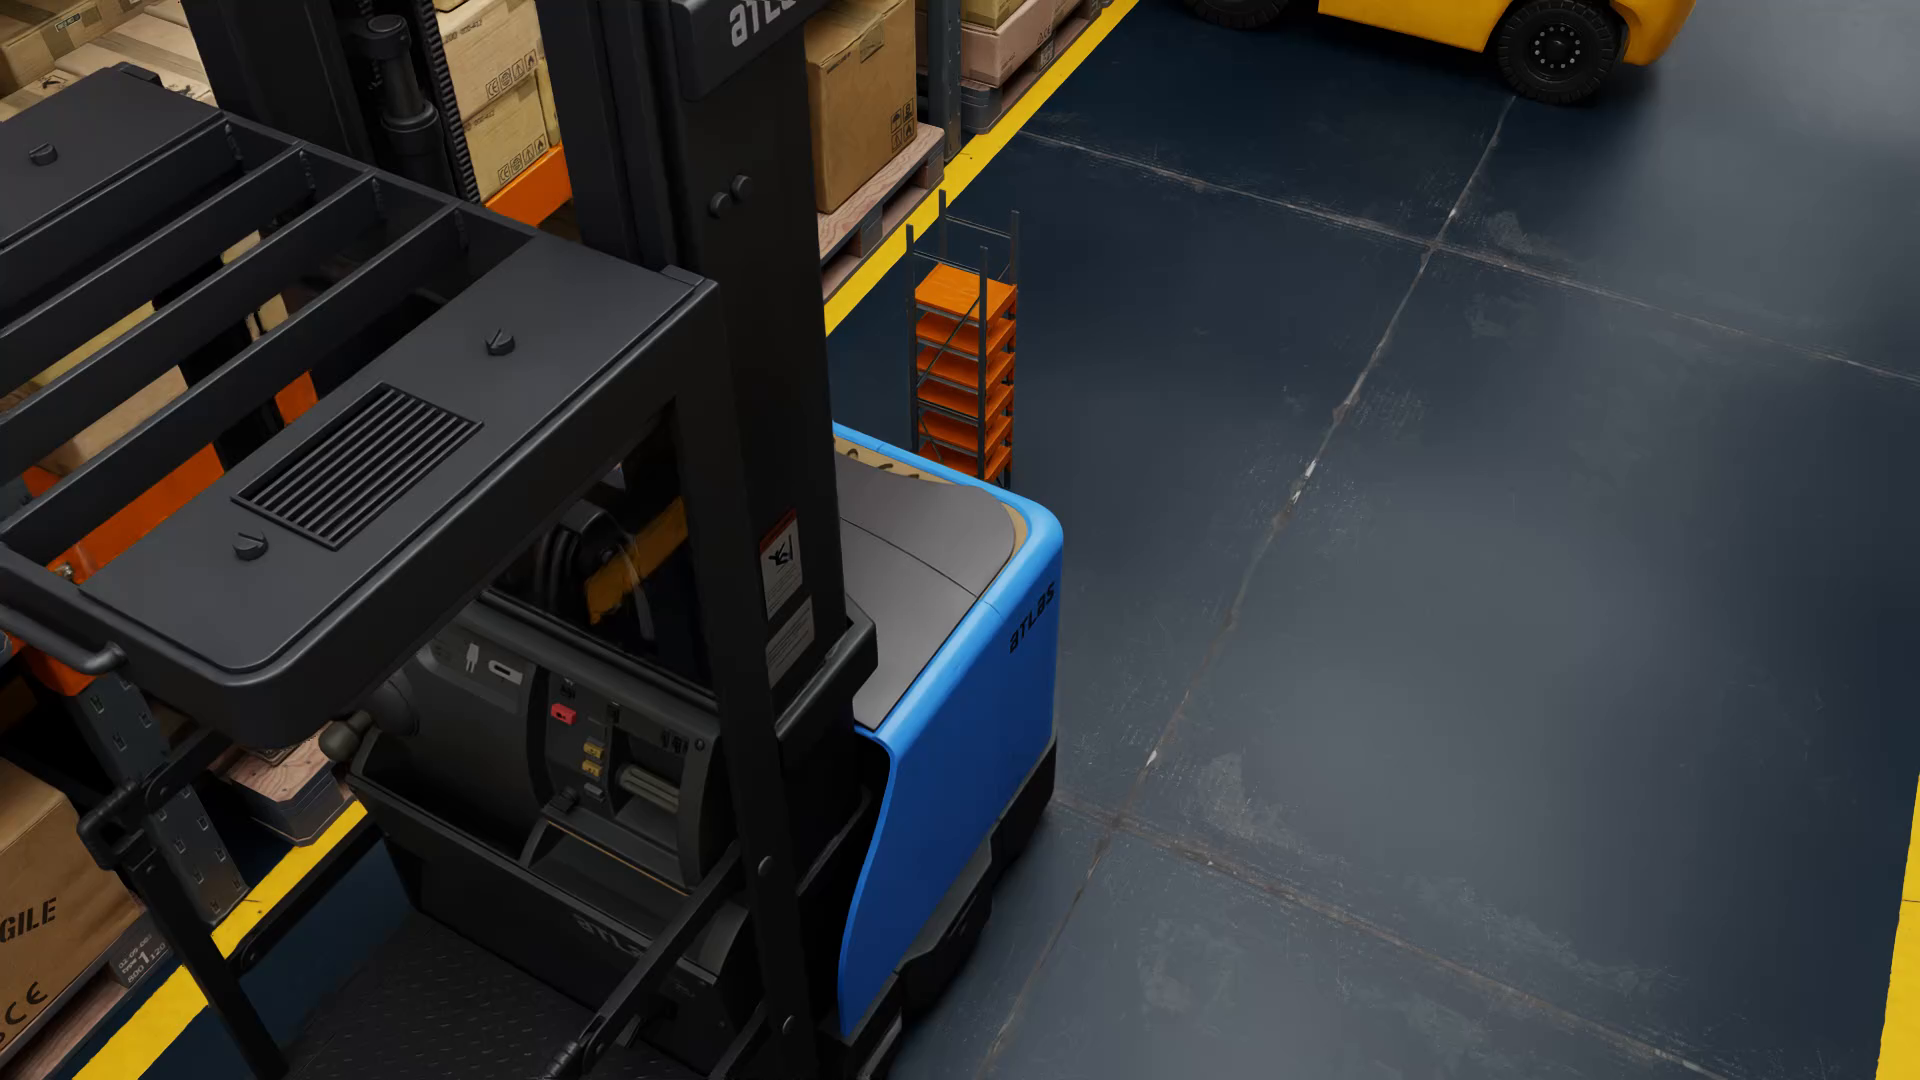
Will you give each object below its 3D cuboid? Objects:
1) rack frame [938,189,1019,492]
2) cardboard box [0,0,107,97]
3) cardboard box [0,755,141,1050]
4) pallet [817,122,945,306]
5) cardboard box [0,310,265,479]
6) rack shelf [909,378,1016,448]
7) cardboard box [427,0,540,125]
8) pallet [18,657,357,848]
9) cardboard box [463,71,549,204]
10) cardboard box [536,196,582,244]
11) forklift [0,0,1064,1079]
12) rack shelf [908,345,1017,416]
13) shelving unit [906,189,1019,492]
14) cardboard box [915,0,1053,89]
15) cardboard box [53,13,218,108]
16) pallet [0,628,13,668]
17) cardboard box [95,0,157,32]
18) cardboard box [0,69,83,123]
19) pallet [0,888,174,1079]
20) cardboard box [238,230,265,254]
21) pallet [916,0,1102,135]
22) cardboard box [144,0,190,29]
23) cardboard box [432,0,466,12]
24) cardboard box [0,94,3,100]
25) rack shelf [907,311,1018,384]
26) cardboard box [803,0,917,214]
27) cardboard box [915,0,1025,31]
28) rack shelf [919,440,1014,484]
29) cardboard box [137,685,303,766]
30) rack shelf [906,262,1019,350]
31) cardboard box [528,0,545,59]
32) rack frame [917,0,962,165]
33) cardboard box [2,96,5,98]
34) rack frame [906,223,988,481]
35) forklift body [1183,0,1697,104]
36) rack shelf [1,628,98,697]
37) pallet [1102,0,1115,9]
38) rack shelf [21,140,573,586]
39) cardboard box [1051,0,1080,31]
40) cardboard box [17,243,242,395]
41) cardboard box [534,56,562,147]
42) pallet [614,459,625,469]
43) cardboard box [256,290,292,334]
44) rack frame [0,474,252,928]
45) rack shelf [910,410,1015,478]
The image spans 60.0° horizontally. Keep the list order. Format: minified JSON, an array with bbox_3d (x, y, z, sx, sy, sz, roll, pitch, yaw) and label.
[{"bbox_3d":[0.049,-0.489,4.889,0.240,1.200,0.006,20,49,19],"label":"rack frame"},{"bbox_3d":[-2.154,-1.143,3.744,0.380,0.149,0.250,20,49,19],"label":"cardboard box"},{"bbox_3d":[-2.328,0.805,3.808,0.500,0.500,0.500,22,49,20],"label":"cardboard box"},{"bbox_3d":[-0.773,-1.326,6.412,1.003,0.211,1.213,20,49,19],"label":"pallet"},{"bbox_3d":[-1.900,-0.409,3.651,0.500,0.250,0.500,21,49,19],"label":"cardboard box"},{"bbox_3d":[0.007,-0.400,4.864,0.258,0.103,0.180,20,49,19],"label":"rack shelf"},{"bbox_3d":[-1.407,-1.224,4.105,0.500,0.250,0.500,19,48,18],"label":"cardboard box"},{"bbox_3d":[-1.905,0.211,4.893,1.003,0.211,1.213,20,49,19],"label":"pallet"},{"bbox_3d":[-1.429,-1.051,4.286,0.500,0.250,0.500,19,48,18],"label":"cardboard box"},{"bbox_3d":[-1.412,-0.803,5.309,0.875,0.625,0.625,19,48,17],"label":"cardboard box"},{"bbox_3d":[-0.922,0.396,2.798,1.130,2.935,3.031,22,49,21],"label":"forklift"},{"bbox_3d":[0.007,-0.484,4.779,0.258,0.103,0.180,20,49,19],"label":"rack shelf"},{"bbox_3d":[0.007,-0.431,4.832,0.258,1.200,0.189,20,49,19],"label":"shelving unit"},{"bbox_3d":[0.053,-2.160,6.913,0.500,0.250,0.500,21,49,19],"label":"cardboard box"},{"bbox_3d":[-1.694,-0.969,3.572,0.380,0.149,0.250,22,49,20],"label":"cardboard box"},{"bbox_3d":[-2.575,0.254,3.025,1.213,0.211,1.003,20,49,19],"label":"pallet"},{"bbox_3d":[-2.101,-1.321,3.920,0.380,0.149,0.250,20,49,18],"label":"cardboard box"},{"bbox_3d":[-1.791,-0.799,3.404,0.380,0.149,0.250,21,49,20],"label":"cardboard box"},{"bbox_3d":[-2.702,1.175,3.941,1.003,0.211,1.213,20,49,19],"label":"pallet"},{"bbox_3d":[-1.666,-0.900,3.785,0.500,0.250,0.500,22,49,20],"label":"cardboard box"},{"bbox_3d":[-0.059,-2.290,7.365,1.003,0.211,1.213,20,49,19],"label":"pallet"},{"bbox_3d":[-1.584,-1.138,3.739,0.380,0.149,0.250,21,49,19],"label":"cardboard box"},{"bbox_3d":[-1.323,-1.447,4.044,0.380,0.149,0.250,21,49,20],"label":"cardboard box"},{"bbox_3d":[-2.328,-1.000,3.603,0.380,0.149,0.250,22,49,20],"label":"cardboard box"},{"bbox_3d":[0.007,-0.568,4.693,0.258,0.103,0.180,20,49,19],"label":"rack shelf"},{"bbox_3d":[-0.698,-1.764,6.258,0.875,0.625,0.625,23,50,21],"label":"cardboard box"},{"bbox_3d":[0.033,-2.343,6.743,0.500,0.250,0.500,20,49,19],"label":"cardboard box"},{"bbox_3d":[0.007,-0.231,5.035,0.258,0.103,0.180,20,49,19],"label":"rack shelf"},{"bbox_3d":[-2.020,0.035,4.480,0.875,0.625,0.625,22,49,20],"label":"cardboard box"},{"bbox_3d":[0.007,-0.653,4.608,0.258,0.103,0.180,20,49,19],"label":"rack shelf"},{"bbox_3d":[-1.193,-1.554,4.431,0.500,0.250,0.500,21,49,20],"label":"cardboard box"},{"bbox_3d":[-0.465,-2.783,5.892,1.000,3.000,0.127,20,49,19],"label":"rack frame"},{"bbox_3d":[-2.124,-1.084,3.966,0.500,0.250,0.500,21,49,19],"label":"cardboard box"},{"bbox_3d":[-0.036,-0.373,4.775,0.240,1.200,0.006,20,49,19],"label":"rack frame"},{"bbox_3d":[2.127,-3.208,6.908,2.313,2.155,1.214,20,49,19],"label":"forklift body"},{"bbox_3d":[-3.251,1.250,2.412,1.077,0.370,4.000,20,49,19],"label":"rack shelf"},{"bbox_3d":[0.506,-3.062,8.127,1.003,0.211,1.213,20,49,19],"label":"pallet"},{"bbox_3d":[-1.394,-1.270,4.902,1.077,0.370,4.000,20,49,19],"label":"rack shelf"},{"bbox_3d":[0.275,-2.485,7.235,0.500,0.250,0.500,19,48,18],"label":"cardboard box"},{"bbox_3d":[-1.878,-0.577,3.465,0.500,0.250,0.500,20,49,19],"label":"cardboard box"},{"bbox_3d":[-1.187,-1.378,4.608,0.500,0.250,0.500,22,49,20],"label":"cardboard box"},{"bbox_3d":[-1.338,-0.555,5.650,1.003,0.211,1.213,20,49,19],"label":"pallet"},{"bbox_3d":[-1.662,-0.725,3.963,0.500,0.250,0.500,19,48,18],"label":"cardboard box"},{"bbox_3d":[-2.322,-0.263,3.401,1.000,3.000,0.127,20,49,19],"label":"rack frame"},{"bbox_3d":[0.007,-0.315,4.949,0.258,0.103,0.180,20,49,19],"label":"rack shelf"}]
